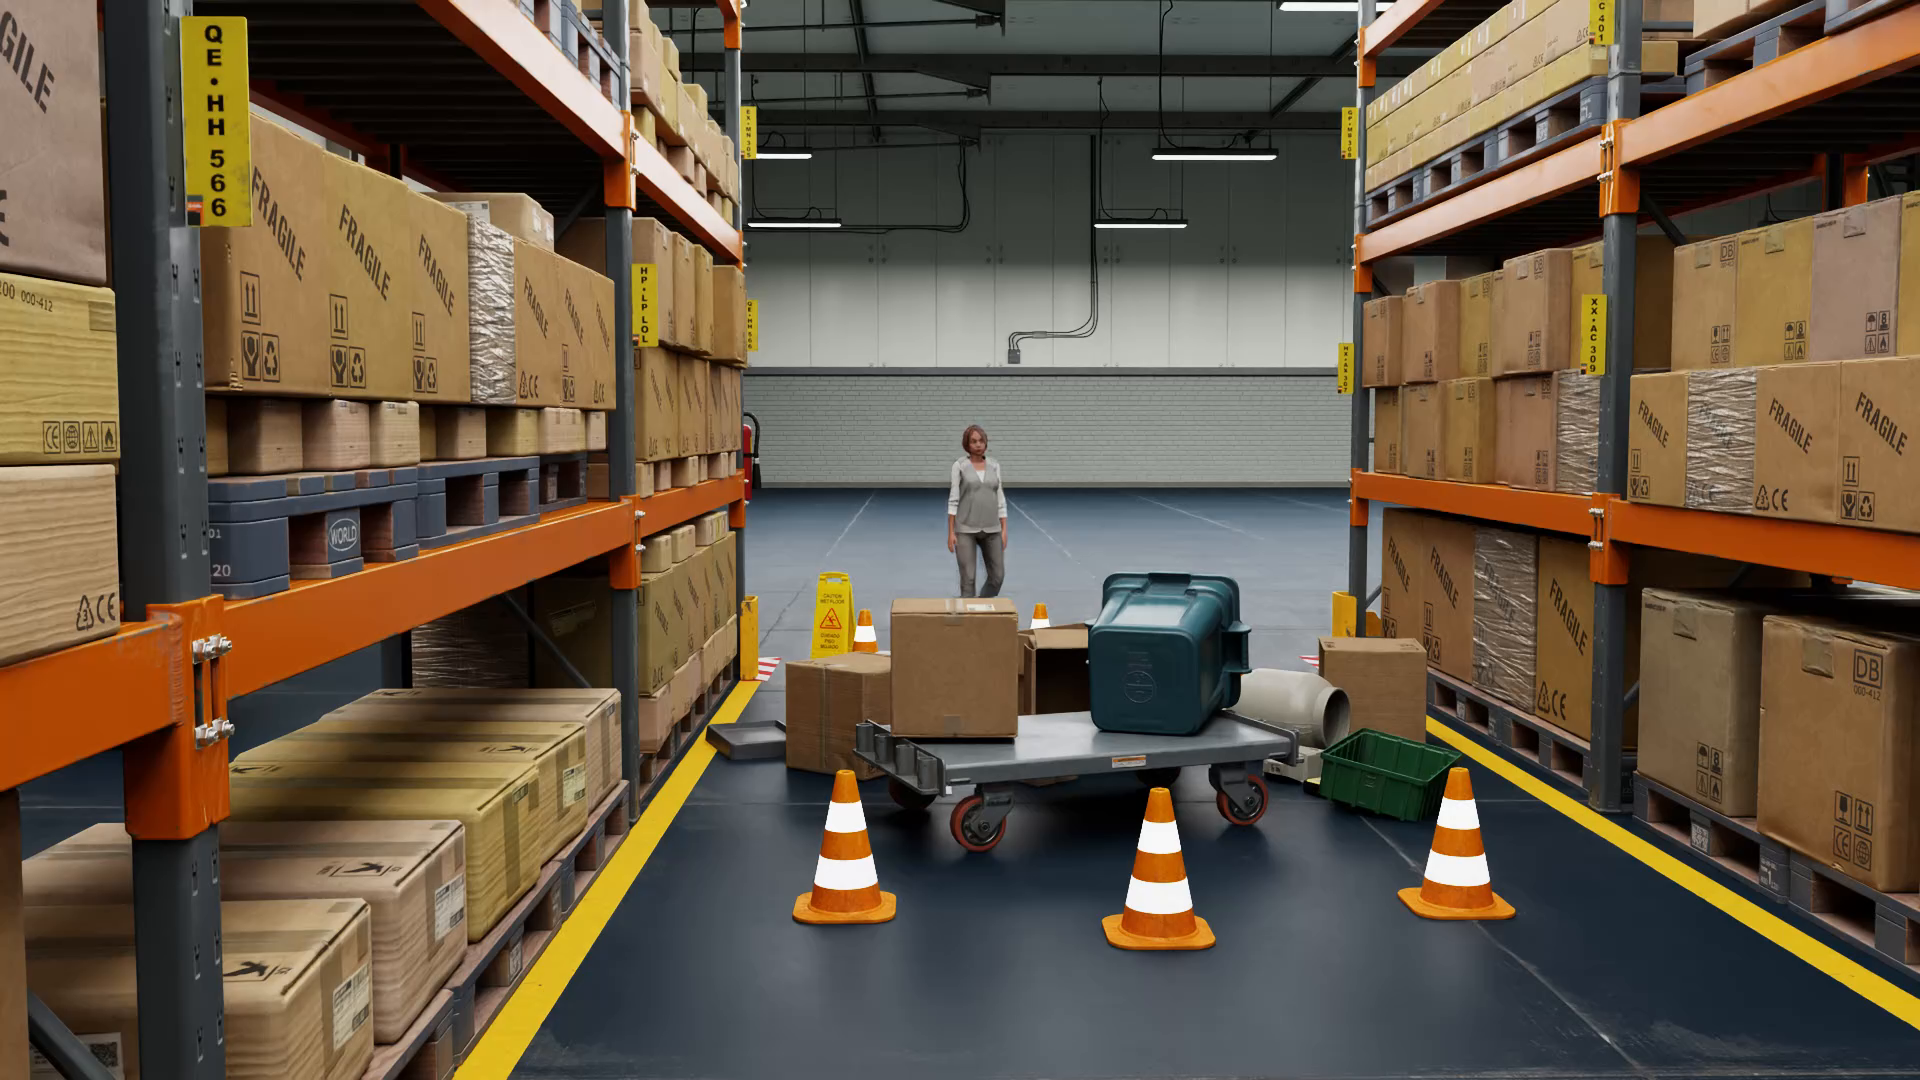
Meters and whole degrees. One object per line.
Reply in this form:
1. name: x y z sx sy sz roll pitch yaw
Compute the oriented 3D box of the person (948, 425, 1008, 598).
1. person: 0.137 0.006 12.178 0.466 1.489 0.398 -1 4 -16
